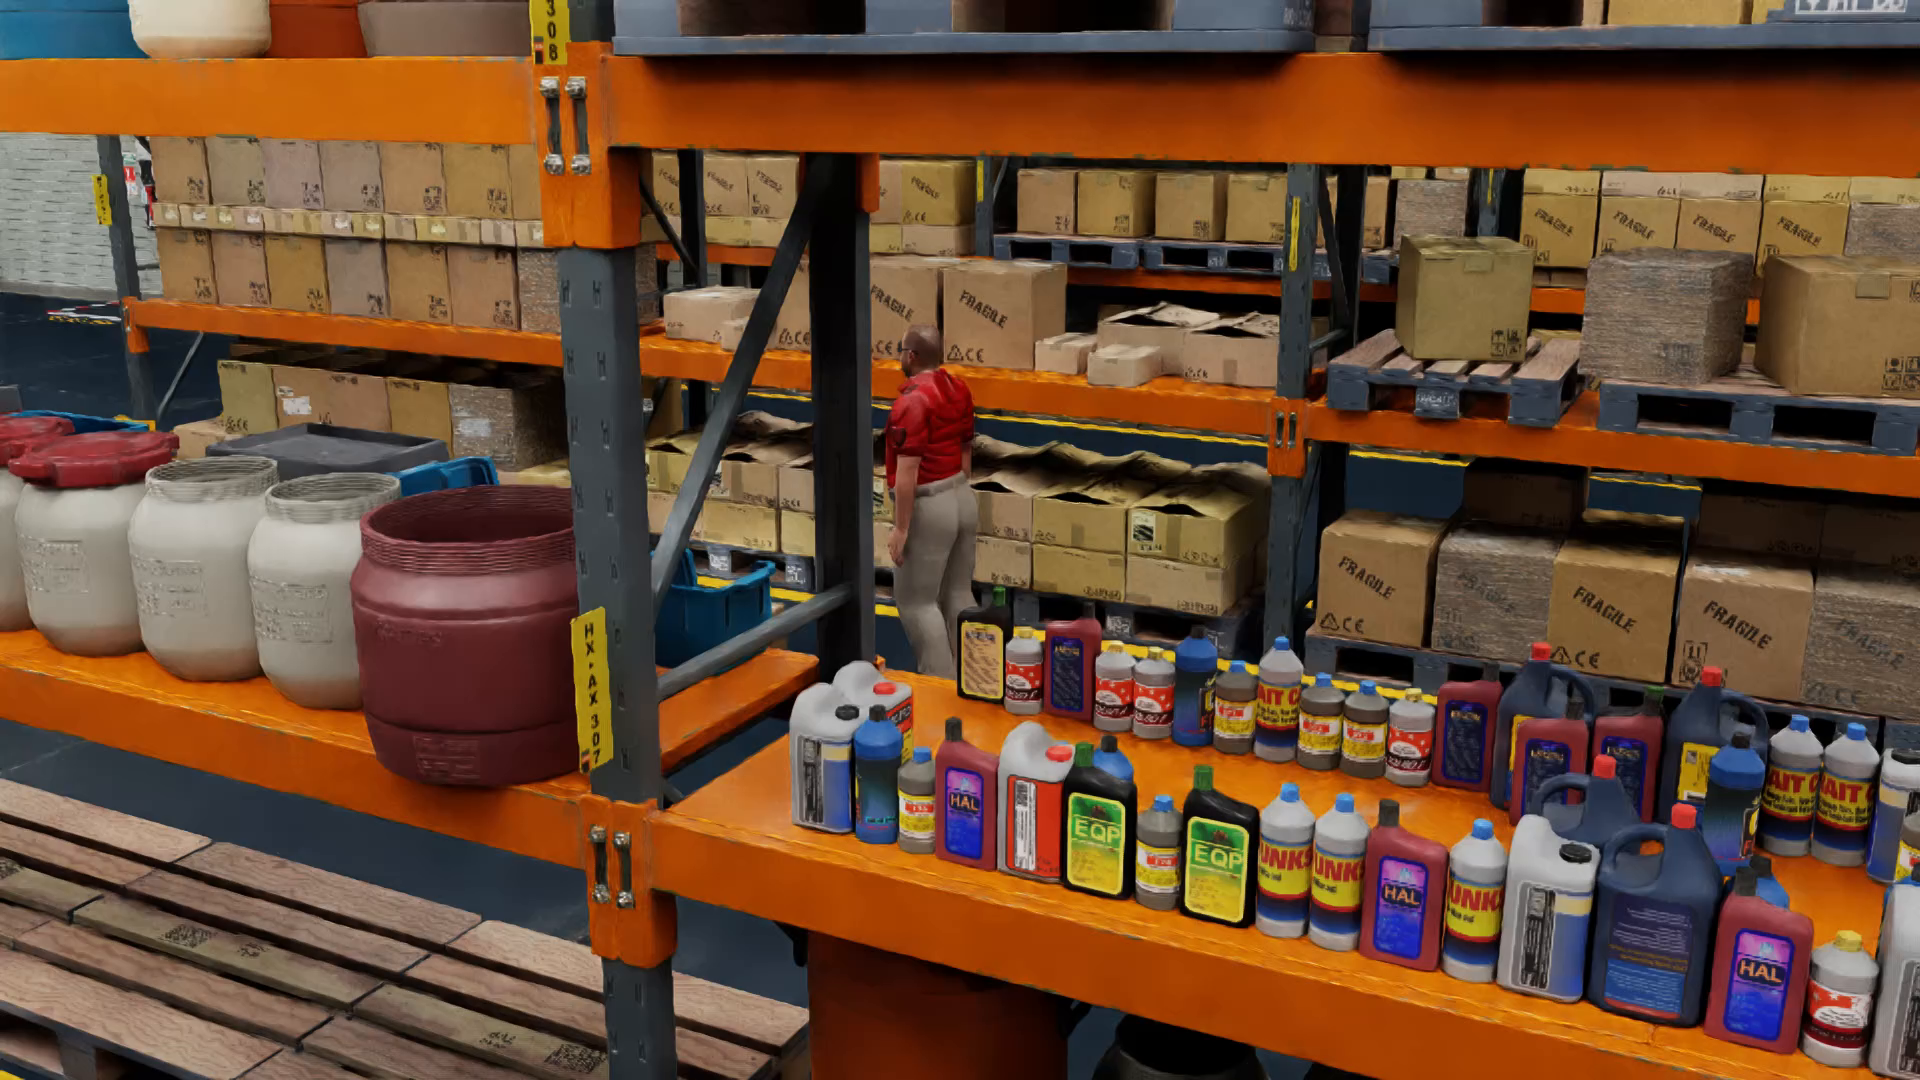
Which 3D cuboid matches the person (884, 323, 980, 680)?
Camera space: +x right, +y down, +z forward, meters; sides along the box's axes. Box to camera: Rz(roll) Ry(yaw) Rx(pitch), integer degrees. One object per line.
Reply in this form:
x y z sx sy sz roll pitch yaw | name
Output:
-0.118 -0.060 7.388 0.415 1.641 0.570 9 18 30 | person
